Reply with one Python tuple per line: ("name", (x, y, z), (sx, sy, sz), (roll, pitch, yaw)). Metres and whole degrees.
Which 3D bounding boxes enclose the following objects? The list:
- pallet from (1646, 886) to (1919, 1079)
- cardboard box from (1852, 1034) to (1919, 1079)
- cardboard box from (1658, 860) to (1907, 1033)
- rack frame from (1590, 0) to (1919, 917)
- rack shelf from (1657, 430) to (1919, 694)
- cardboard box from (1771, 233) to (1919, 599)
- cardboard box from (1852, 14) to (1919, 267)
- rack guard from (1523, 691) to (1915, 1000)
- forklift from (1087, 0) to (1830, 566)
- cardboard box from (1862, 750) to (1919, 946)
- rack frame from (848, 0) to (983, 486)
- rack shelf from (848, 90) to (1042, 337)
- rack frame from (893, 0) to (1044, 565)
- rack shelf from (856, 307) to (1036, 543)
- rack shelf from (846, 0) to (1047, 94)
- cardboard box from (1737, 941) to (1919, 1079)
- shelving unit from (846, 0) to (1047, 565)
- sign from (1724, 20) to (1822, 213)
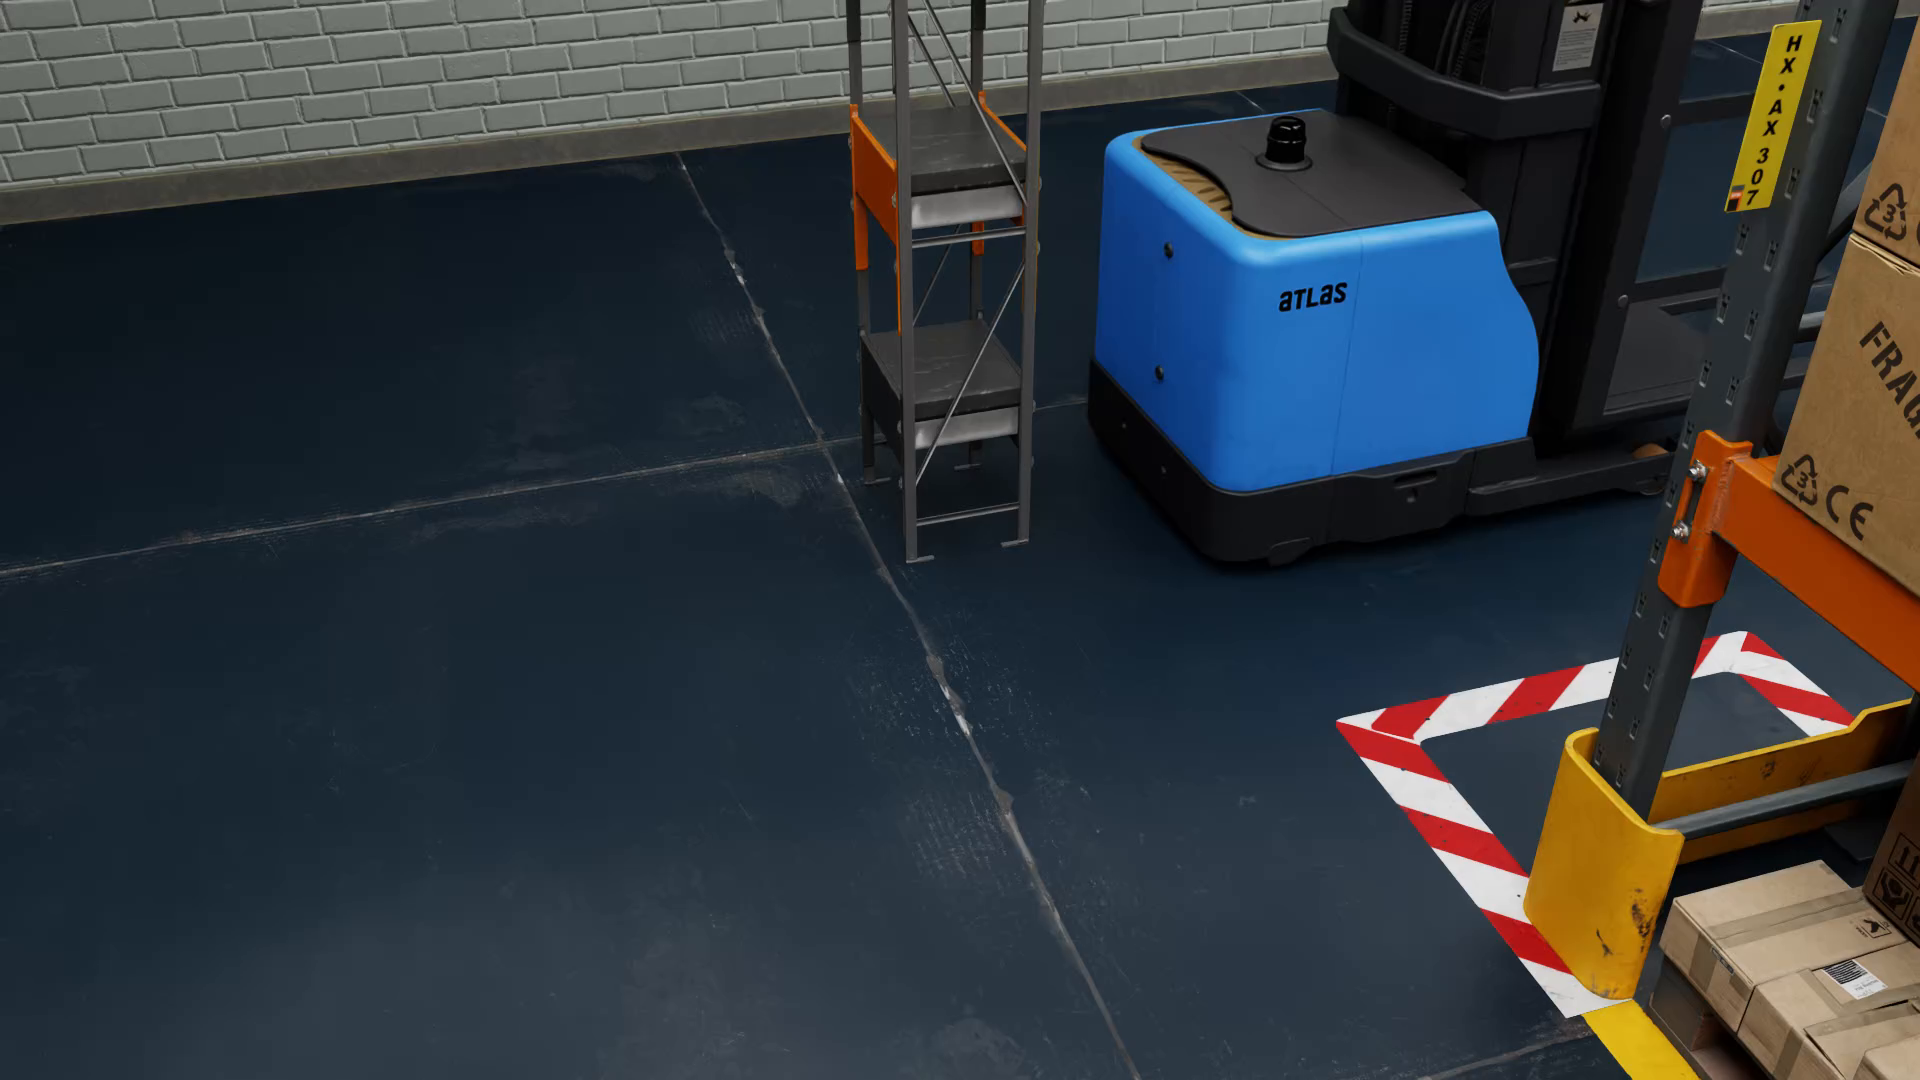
("pallet", (2.167, 1.176, 3.280), (1.003, 0.211, 1.213), (-10, 35, -15))
("cardboard box", (1.948, 1.113, 2.940), (0.500, 0.250, 0.500), (-10, 35, -15))
("cardboard box", (1.700, 0.837, 3.449), (0.380, 0.149, 0.250), (-10, 35, -15))
("rack frame", (1.900, -0.446, 3.205), (1.000, 3.000, 0.127), (-10, 35, -15))
("rack shelf", (2.510, 0.904, 1.814), (1.077, 0.370, 4.000), (-10, 35, -15))
("cardboard box", (1.784, -0.211, 2.757), (0.500, 0.500, 0.500), (-9, 35, -14))
("cardboard box", (1.784, -0.628, 2.482), (0.500, 0.500, 0.500), (-9, 35, -13))
("rack guard", (1.923, 0.636, 3.833), (1.175, 0.500, 0.348), (-10, 35, -15))
("forklift", (2.015, -1.632, 5.062), (3.031, 2.935, 1.130), (-11, 35, -16))
("cardboard box", (2.300, 0.657, 3.403), (0.500, 0.500, 0.500), (-10, 35, -15))
("rack frame", (-0.125, -1.091, 4.997), (0.400, 2.100, 0.015), (-10, 35, -15))
("rack shelf", (-0.050, -0.952, 4.810), (0.431, 0.518, 0.480), (-10, 35, -15))
("rack frame", (0.024, -0.835, 4.609), (0.400, 2.100, 0.015), (-10, 35, -15))
("rack shelf", (-0.050, -0.368, 5.196), (0.431, 0.518, 0.480), (-10, 35, -15))
("rack shelf", (-0.050, -1.536, 4.424), (0.431, 0.518, 0.480), (-10, 35, -15))
("cardboard box", (1.776, 0.961, 3.246), (0.380, 0.166, 0.250), (-10, 35, -15))
("shelving unit", (-0.050, -0.963, 4.803), (0.431, 2.100, 0.503), (-10, 35, -15))
("sign", (1.383, -0.716, 2.828), (0.100, 0.325, 0.005), (-10, 35, -15))
